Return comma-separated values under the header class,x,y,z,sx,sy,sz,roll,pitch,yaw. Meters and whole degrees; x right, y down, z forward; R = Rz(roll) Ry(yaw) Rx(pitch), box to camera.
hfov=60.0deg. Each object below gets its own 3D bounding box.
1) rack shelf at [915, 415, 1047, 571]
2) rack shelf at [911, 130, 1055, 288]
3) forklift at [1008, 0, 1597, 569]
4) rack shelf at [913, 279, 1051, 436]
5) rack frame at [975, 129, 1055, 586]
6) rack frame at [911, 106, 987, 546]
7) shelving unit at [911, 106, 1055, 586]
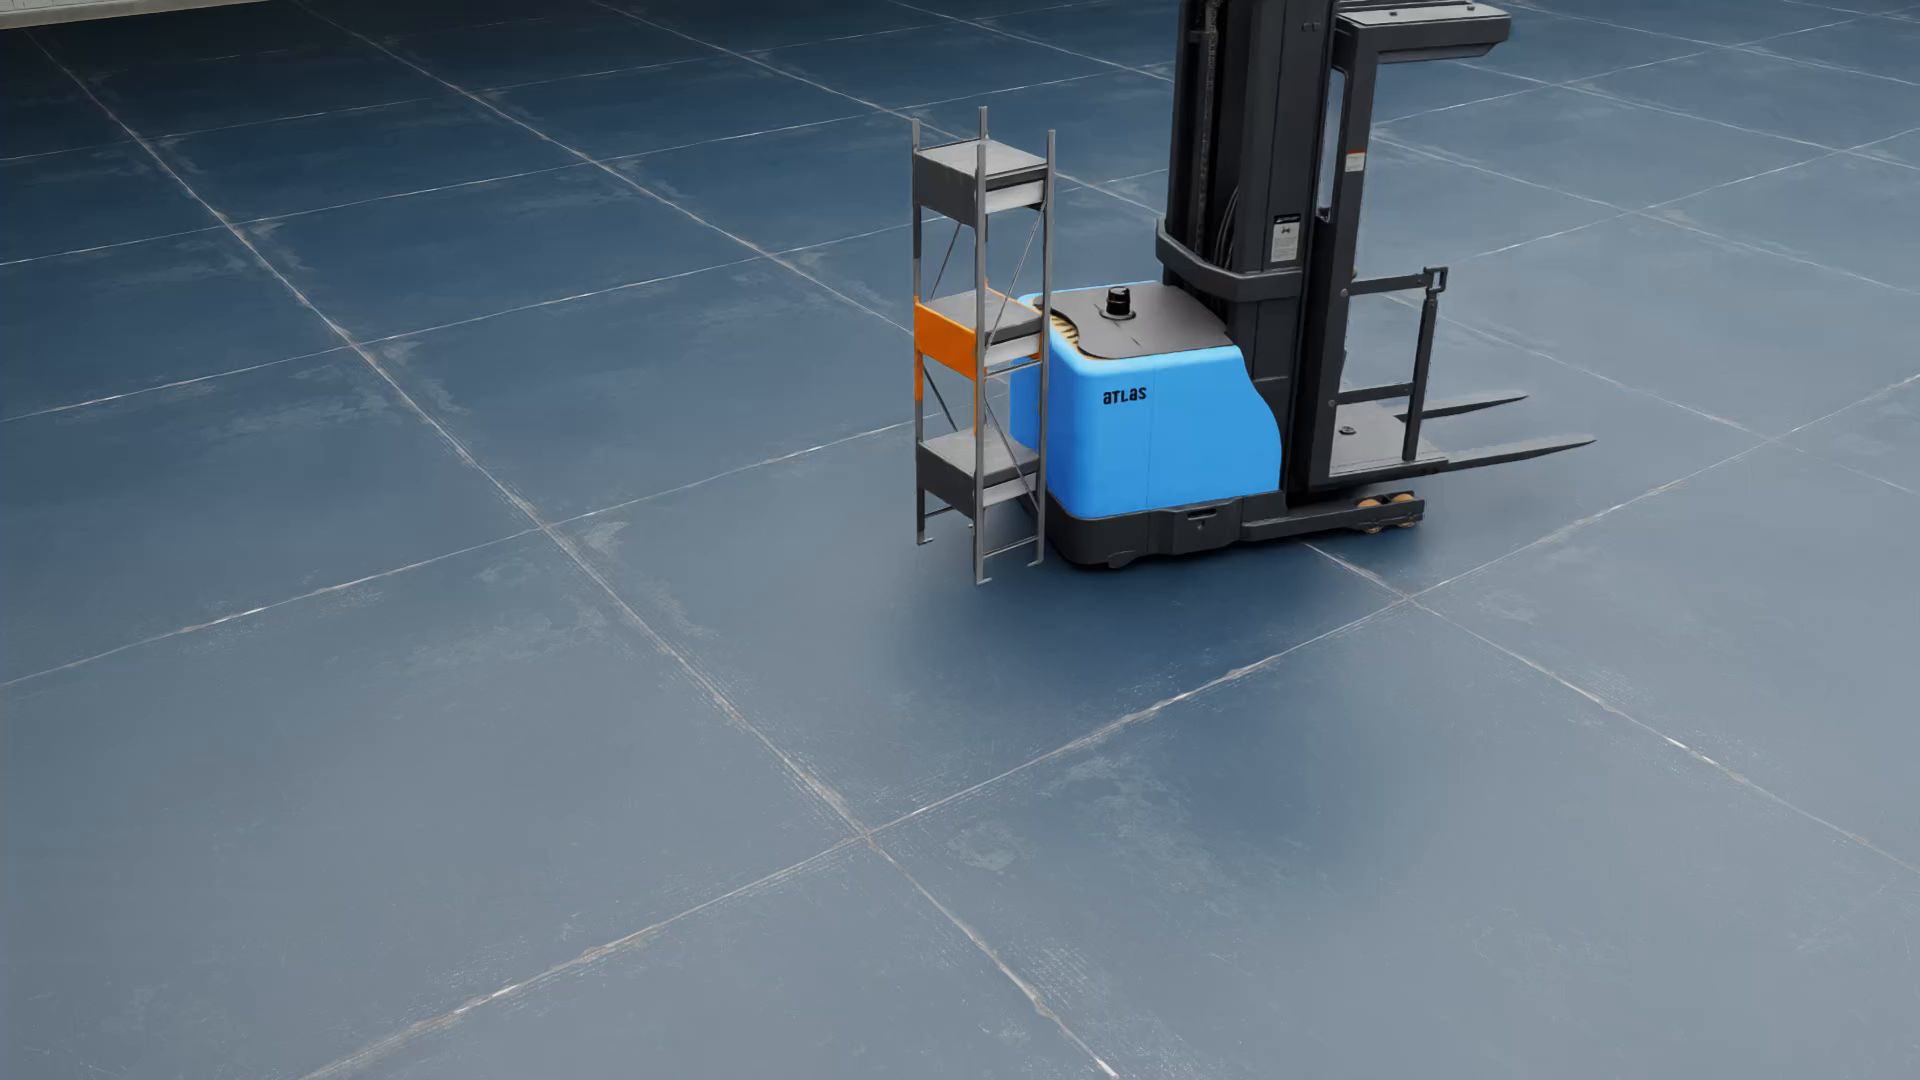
class,x,y,z,sx,sy,sz,roll,pitch,yaw
rack shelf,0.096,-0.231,7.971,0.431,0.518,0.480,-19,34,-31
rack shelf,0.096,-1.461,7.303,0.431,0.518,0.480,-19,34,-31
forklift,1.814,-1.553,8.038,3.031,2.935,1.130,-9,30,-16
rack shelf,0.096,-0.846,7.637,0.431,0.518,0.480,-19,34,-31
rack frame,0.238,-0.763,7.456,0.400,2.100,0.015,-19,34,-31
rack frame,-0.046,-0.953,7.805,0.400,2.100,0.015,-19,34,-31
shelving unit,0.096,-0.858,7.630,0.431,2.100,0.503,-19,34,-31
